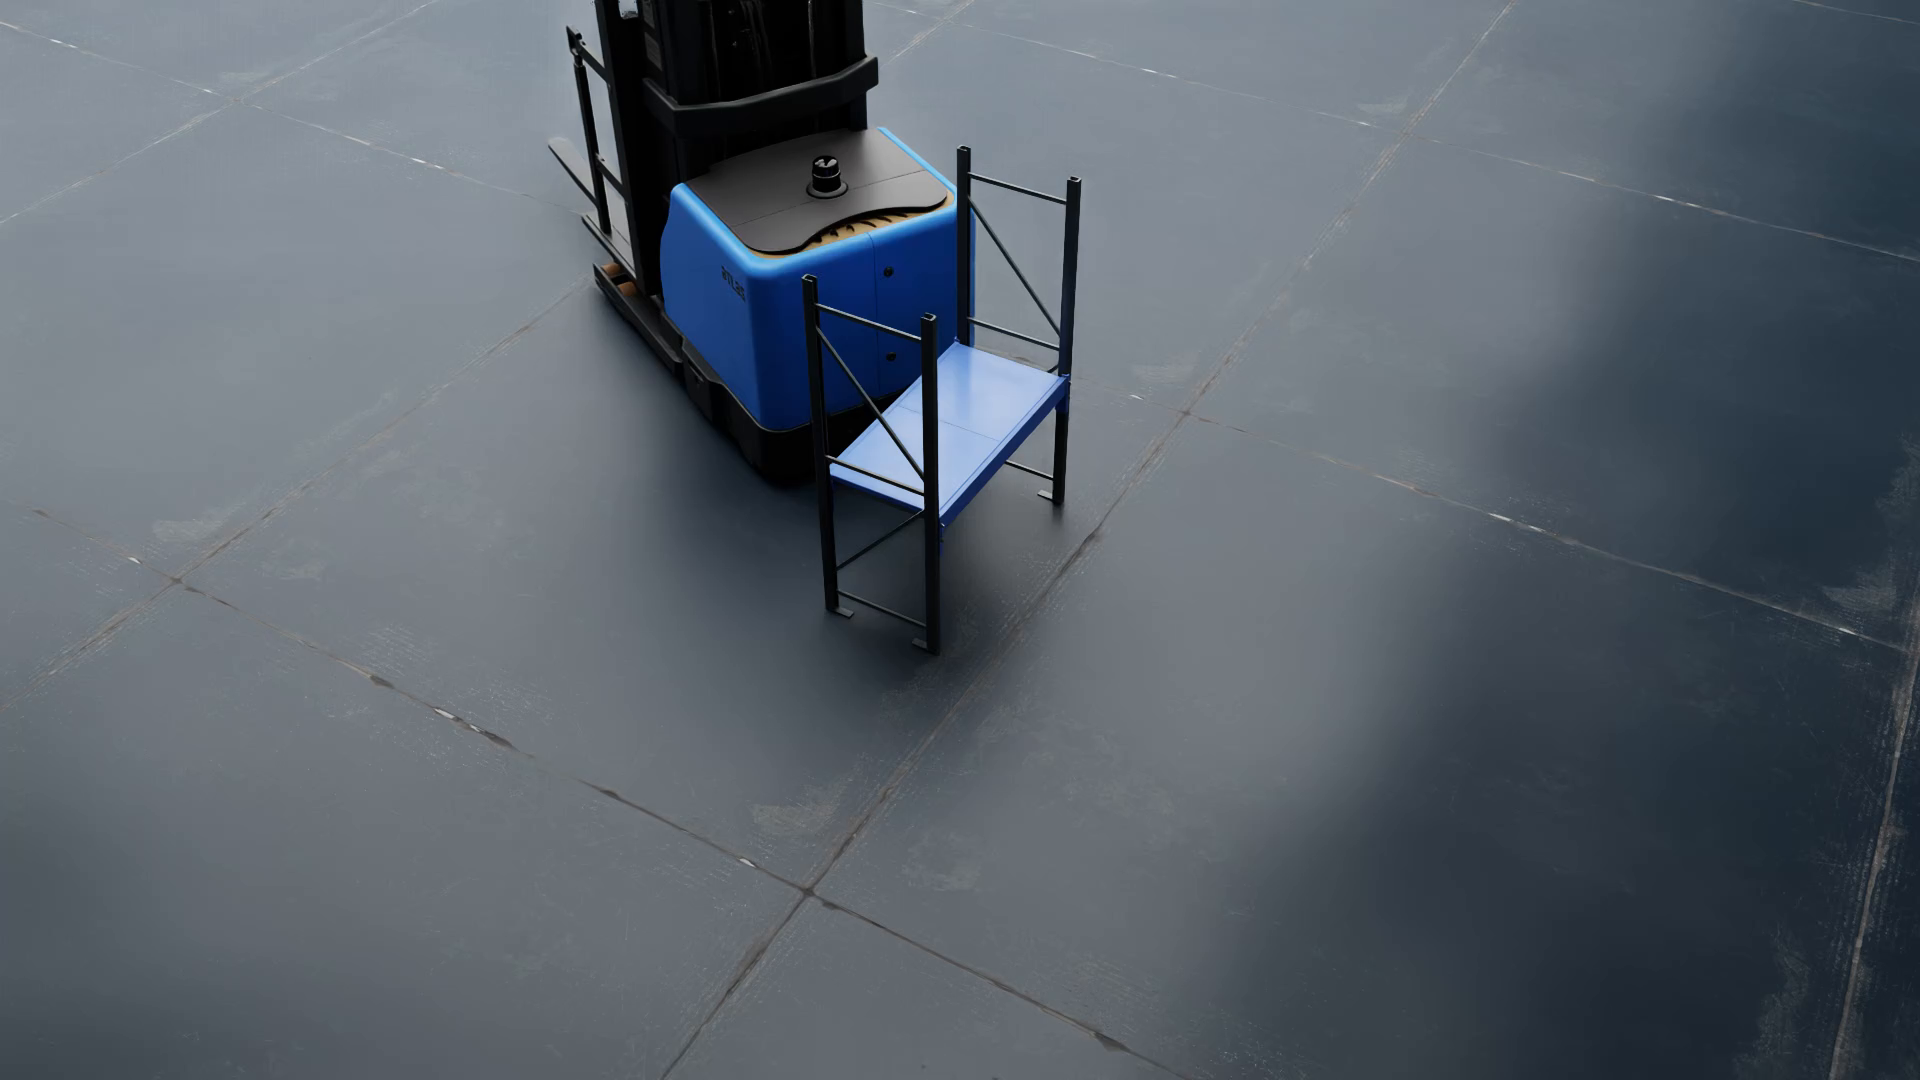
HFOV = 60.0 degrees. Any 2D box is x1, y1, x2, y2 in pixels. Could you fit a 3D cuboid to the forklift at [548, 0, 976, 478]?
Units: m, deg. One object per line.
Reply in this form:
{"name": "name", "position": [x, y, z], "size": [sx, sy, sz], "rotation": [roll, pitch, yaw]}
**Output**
{"name": "forklift", "position": [-1.114, -2.313, 7.159], "size": [1.130, 2.935, 3.031], "rotation": [-22, 46, -23]}

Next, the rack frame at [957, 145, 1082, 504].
{"name": "rack frame", "position": [0.212, -0.805, 6.529], "size": [0.500, 1.500, 0.032], "rotation": [21, 45, 22]}

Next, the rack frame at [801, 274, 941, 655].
{"name": "rack frame", "position": [-0.297, -0.223, 5.869], "size": [0.500, 1.500, 0.032], "rotation": [21, 45, 22]}

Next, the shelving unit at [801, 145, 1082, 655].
{"name": "shelving unit", "position": [-0.043, -0.514, 6.199], "size": [0.538, 1.500, 1.048], "rotation": [21, 45, 22]}

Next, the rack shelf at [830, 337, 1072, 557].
{"name": "rack shelf", "position": [-0.043, -0.379, 6.318], "size": [0.538, 0.185, 1.000], "rotation": [21, 45, 22]}
